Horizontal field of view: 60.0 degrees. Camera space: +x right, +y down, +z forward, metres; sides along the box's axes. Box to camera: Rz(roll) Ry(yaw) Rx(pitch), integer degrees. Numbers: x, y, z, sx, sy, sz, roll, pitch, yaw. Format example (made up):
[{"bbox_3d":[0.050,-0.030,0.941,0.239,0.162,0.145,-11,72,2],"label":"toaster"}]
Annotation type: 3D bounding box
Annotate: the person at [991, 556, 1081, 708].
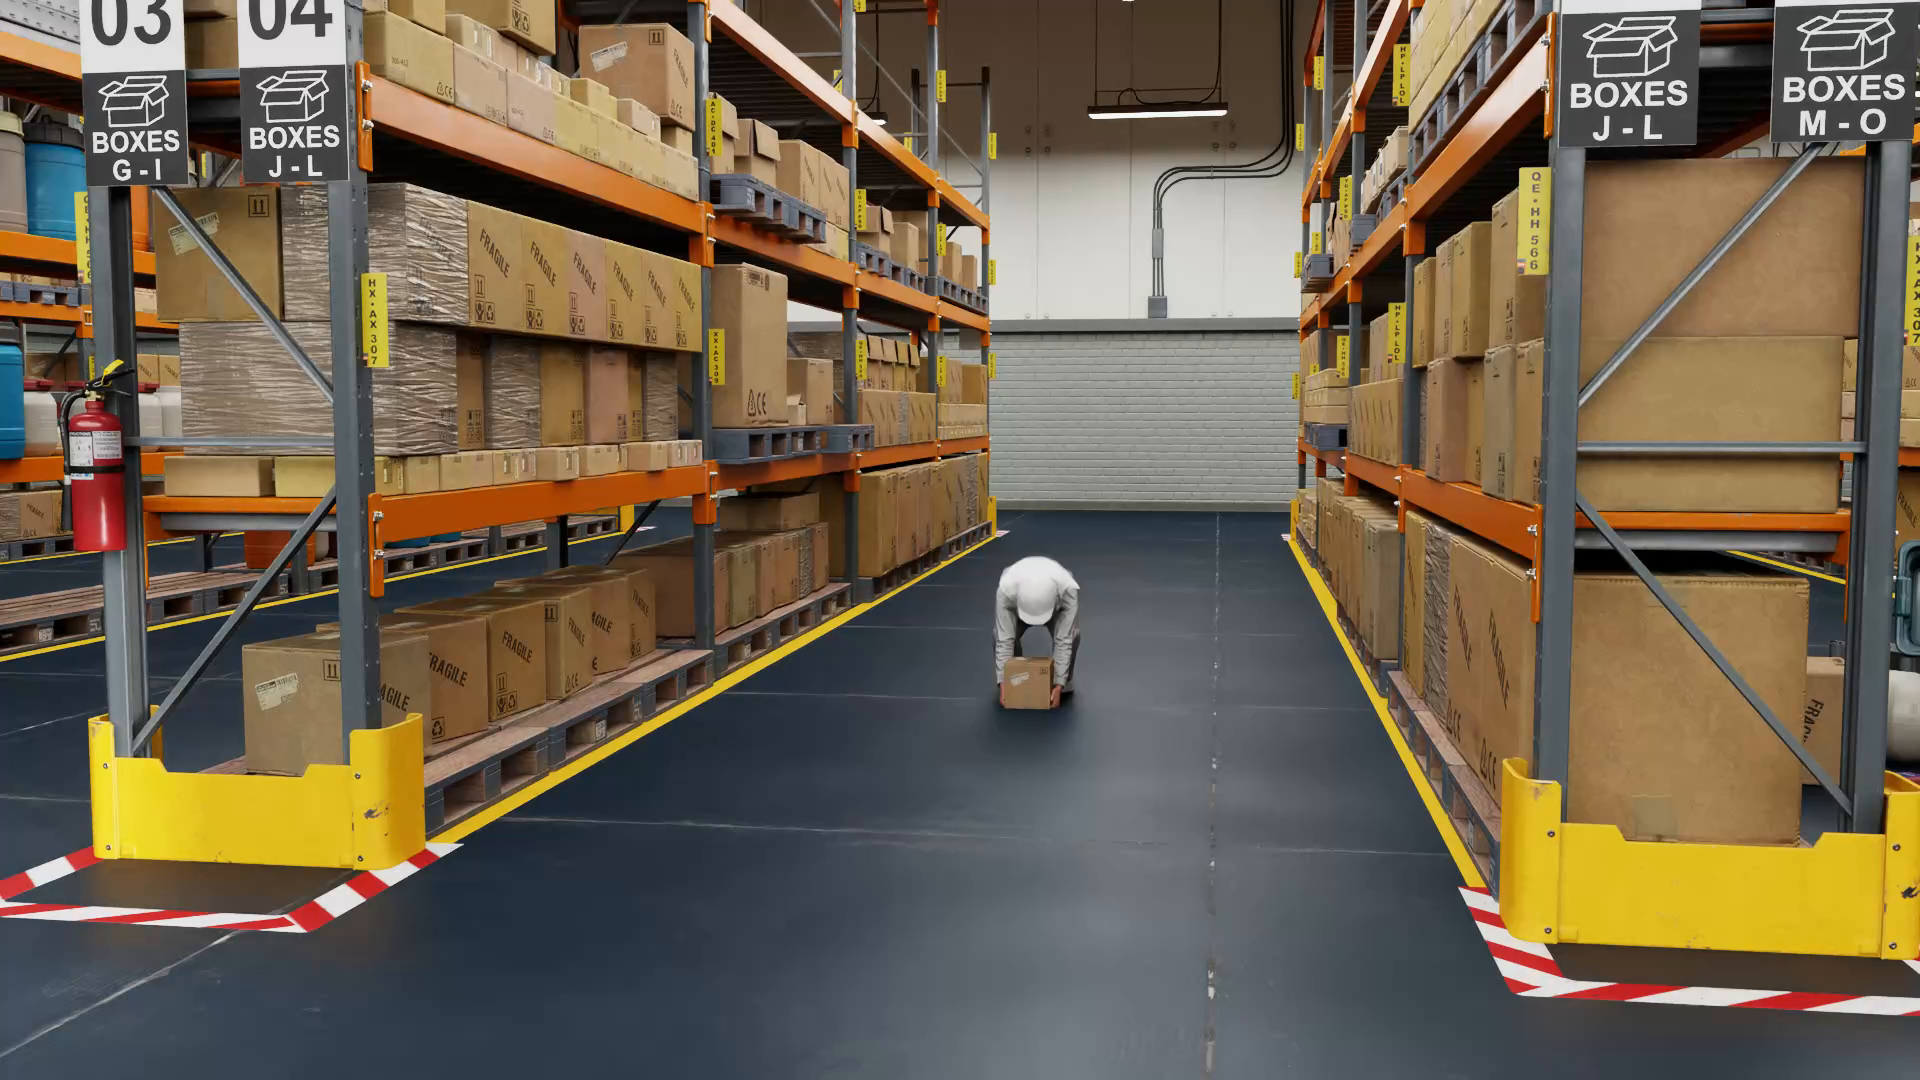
[{"bbox_3d":[0.432,0.507,9.420,0.506,0.804,0.997,1,4,7],"label":"person"}]
